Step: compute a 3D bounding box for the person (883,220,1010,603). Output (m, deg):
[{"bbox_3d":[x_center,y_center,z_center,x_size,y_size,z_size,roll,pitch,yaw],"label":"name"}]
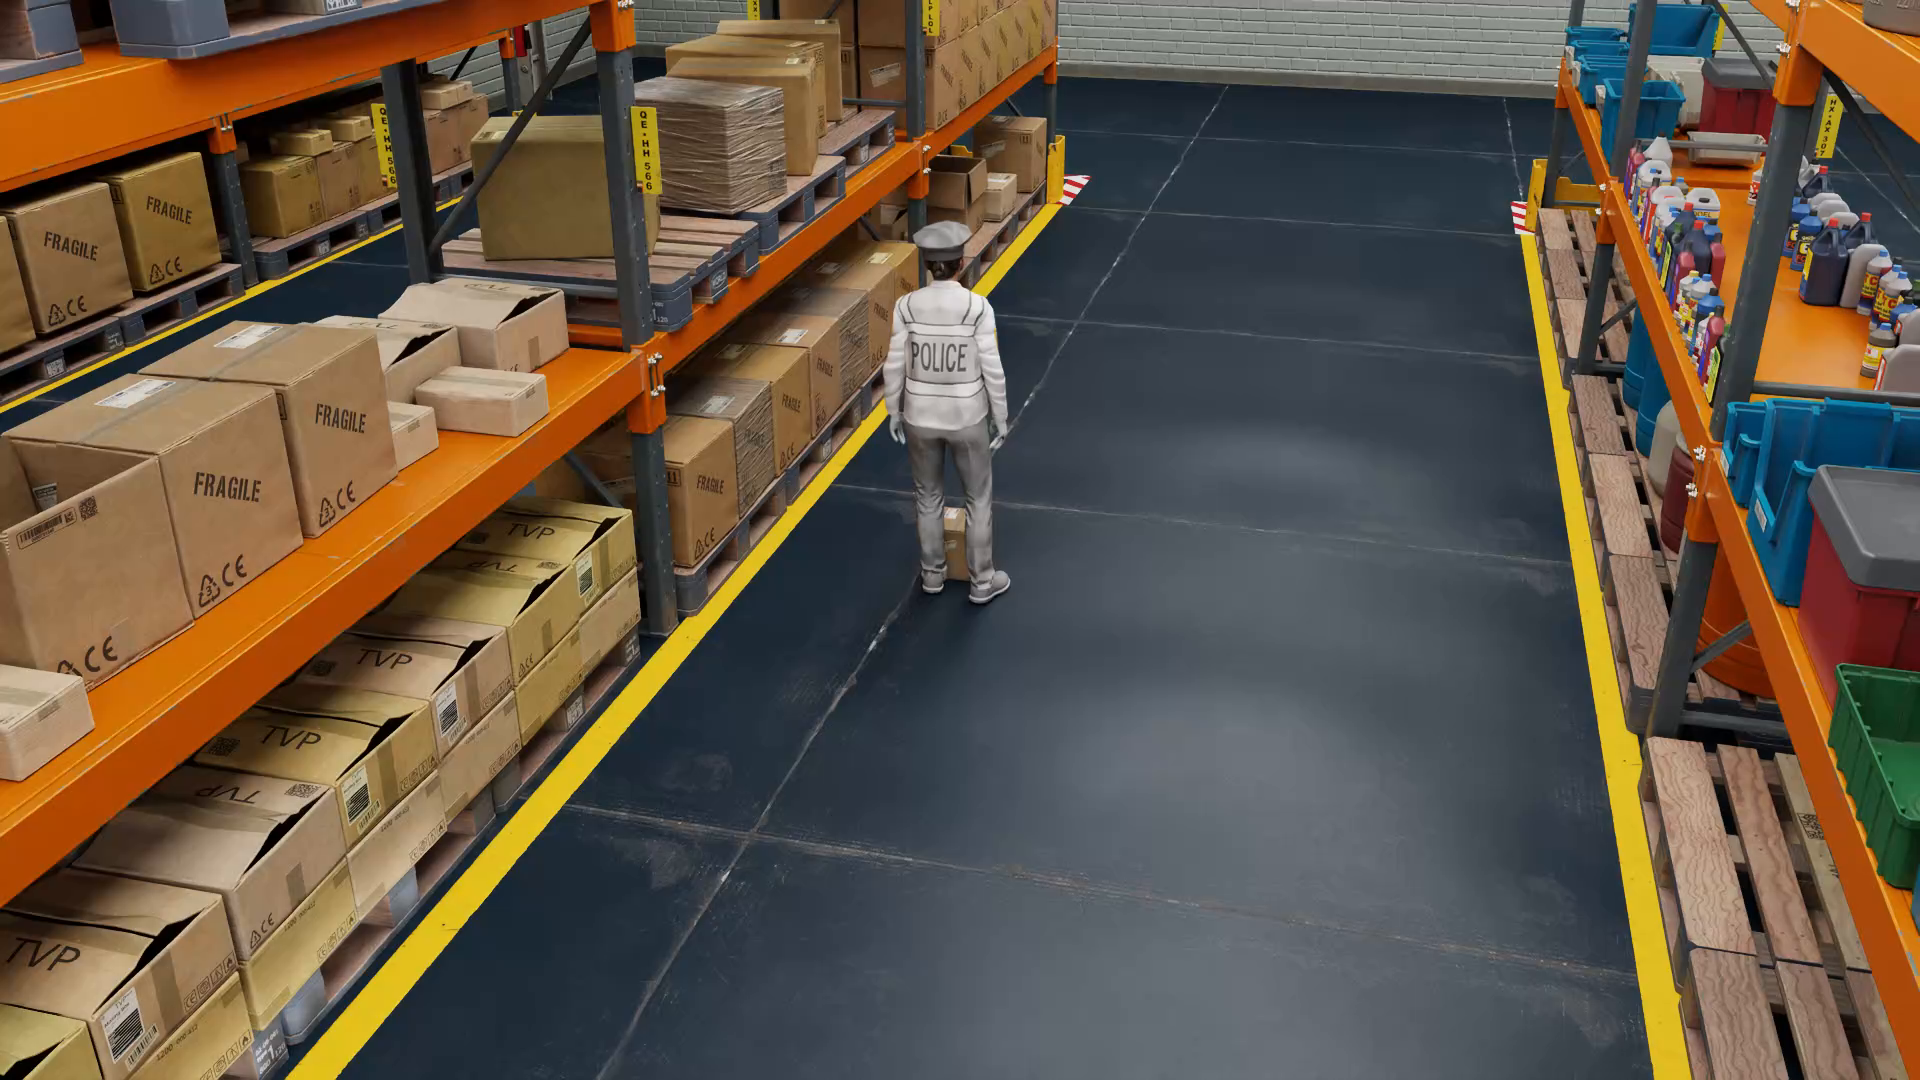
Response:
[{"bbox_3d":[-0.054,-0.529,7.211,0.546,1.667,0.407,5,26,11],"label":"person"}]
